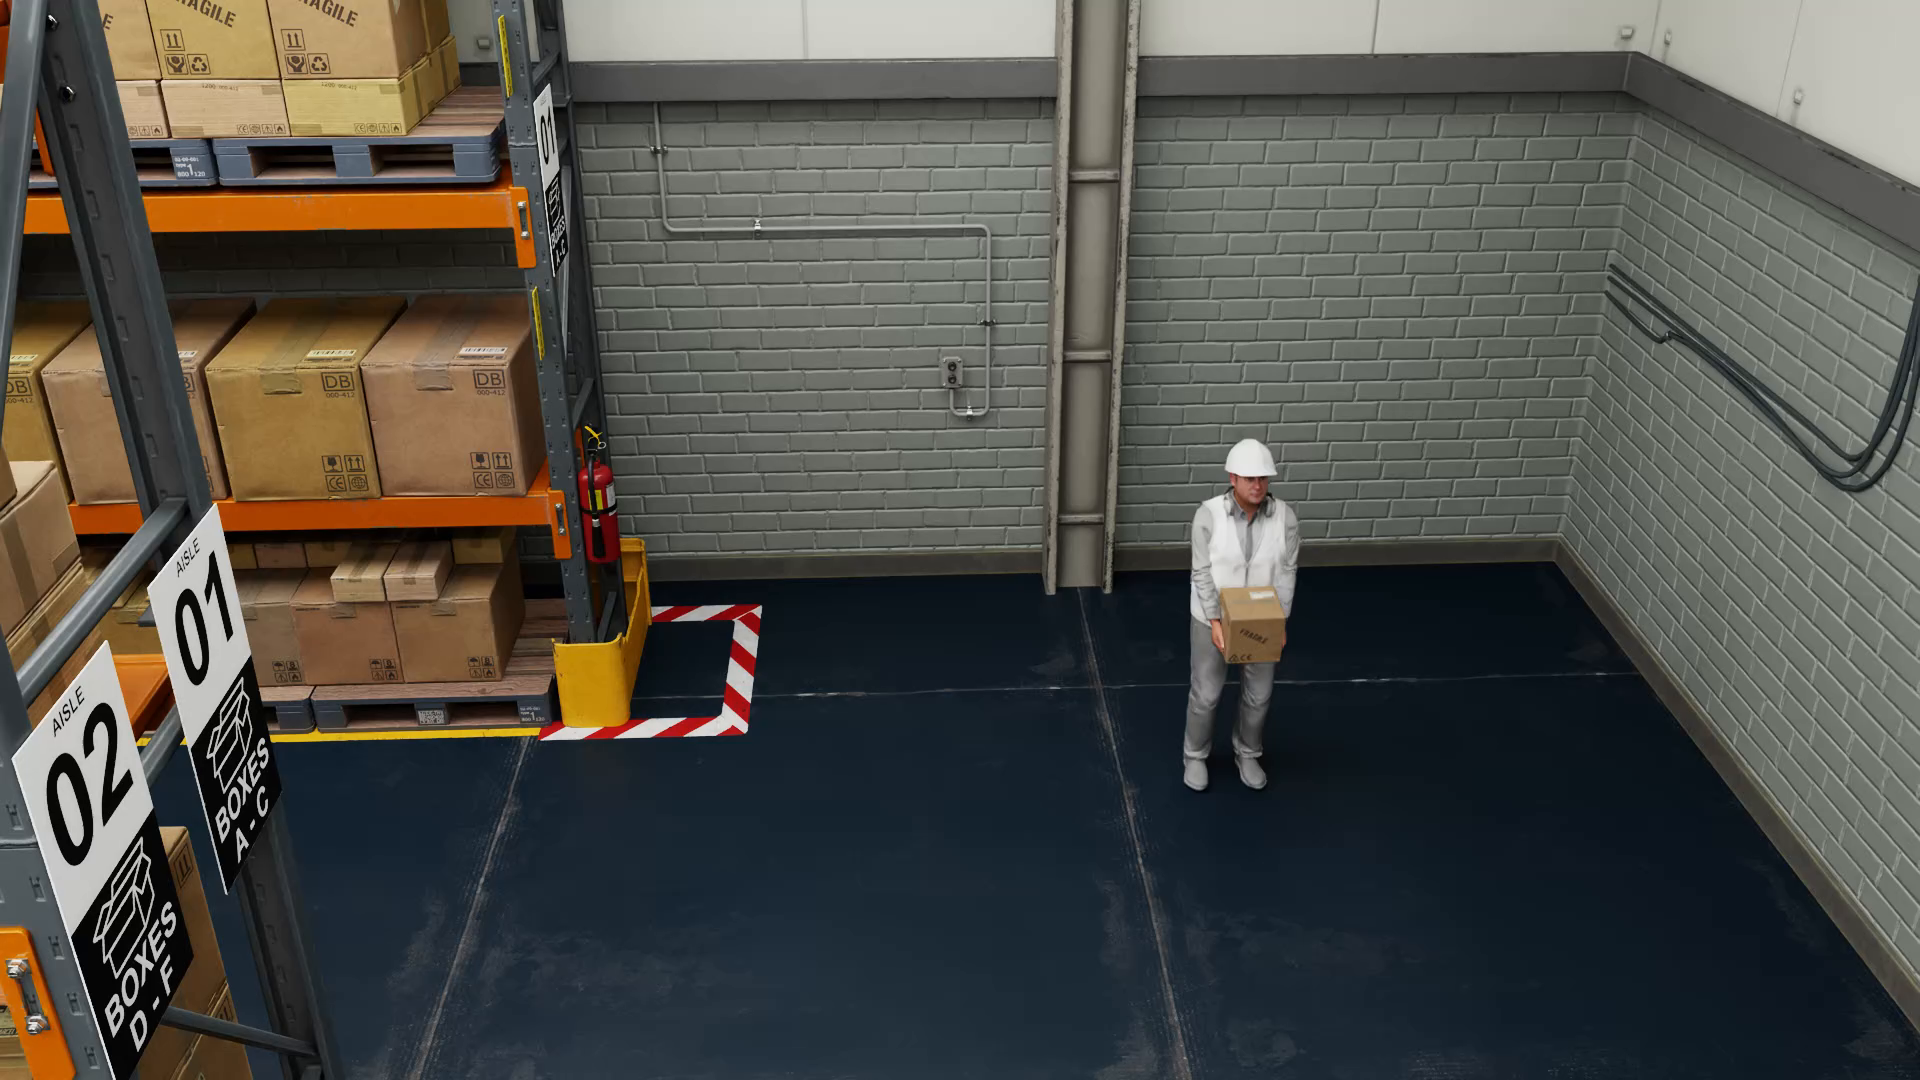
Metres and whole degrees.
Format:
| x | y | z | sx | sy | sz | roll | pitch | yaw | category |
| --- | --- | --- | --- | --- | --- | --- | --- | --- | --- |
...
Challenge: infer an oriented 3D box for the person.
| x | y | z | sx | sy | sz | roll | pitch | yaw | category |
| --- | --- | --- | --- | --- | --- | --- | --- | --- | --- |
| 1.320 | 0.362 | 7.883 | 0.551 | 1.779 | 0.446 | -2 | 27 | -4 | person |
